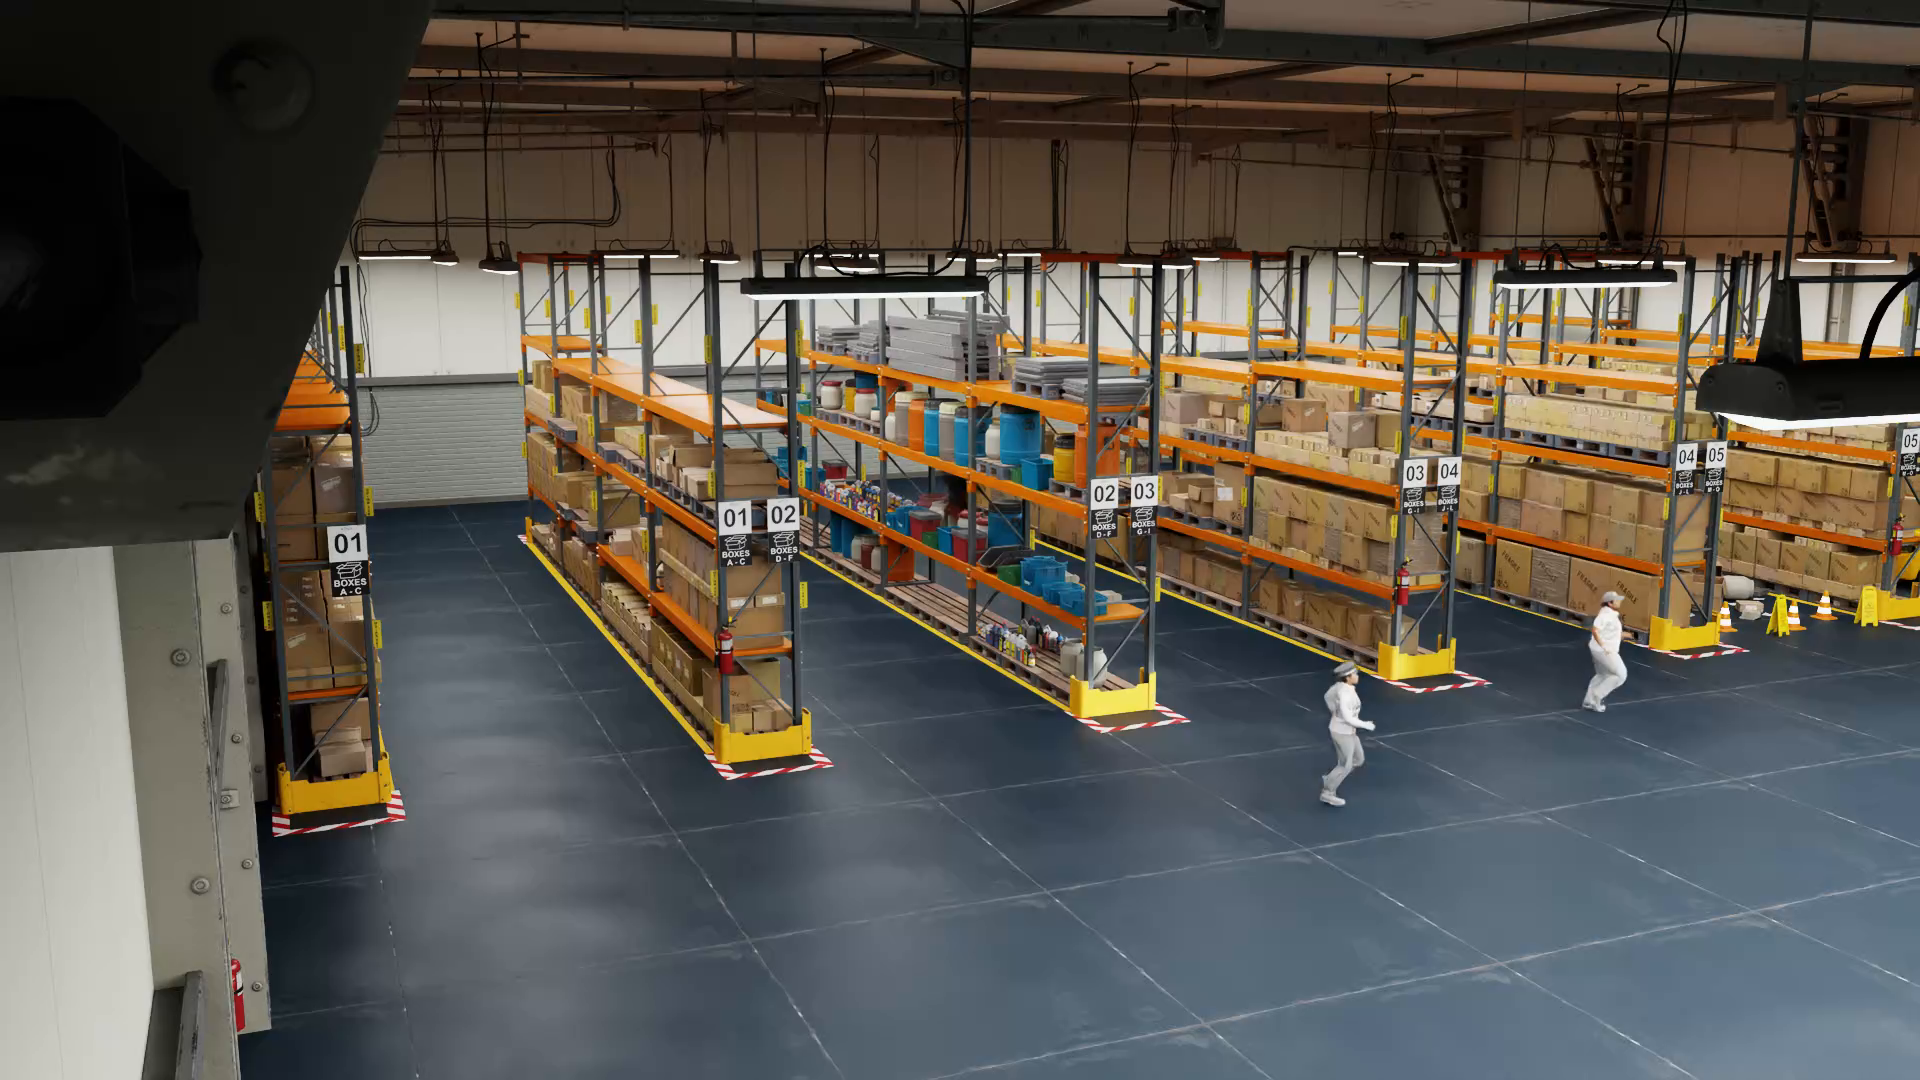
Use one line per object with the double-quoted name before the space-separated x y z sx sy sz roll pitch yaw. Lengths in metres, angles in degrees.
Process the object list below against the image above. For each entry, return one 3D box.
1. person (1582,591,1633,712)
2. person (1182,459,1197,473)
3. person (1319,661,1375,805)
"person" 8.721 1.489 22.337 0.592 1.633 0.586 3 11 14
"person" 5.731 -2.128 42.007 0.860 1.708 0.566 -3 11 -17
"person" 4.350 2.151 18.653 0.575 1.657 0.644 1 10 7
